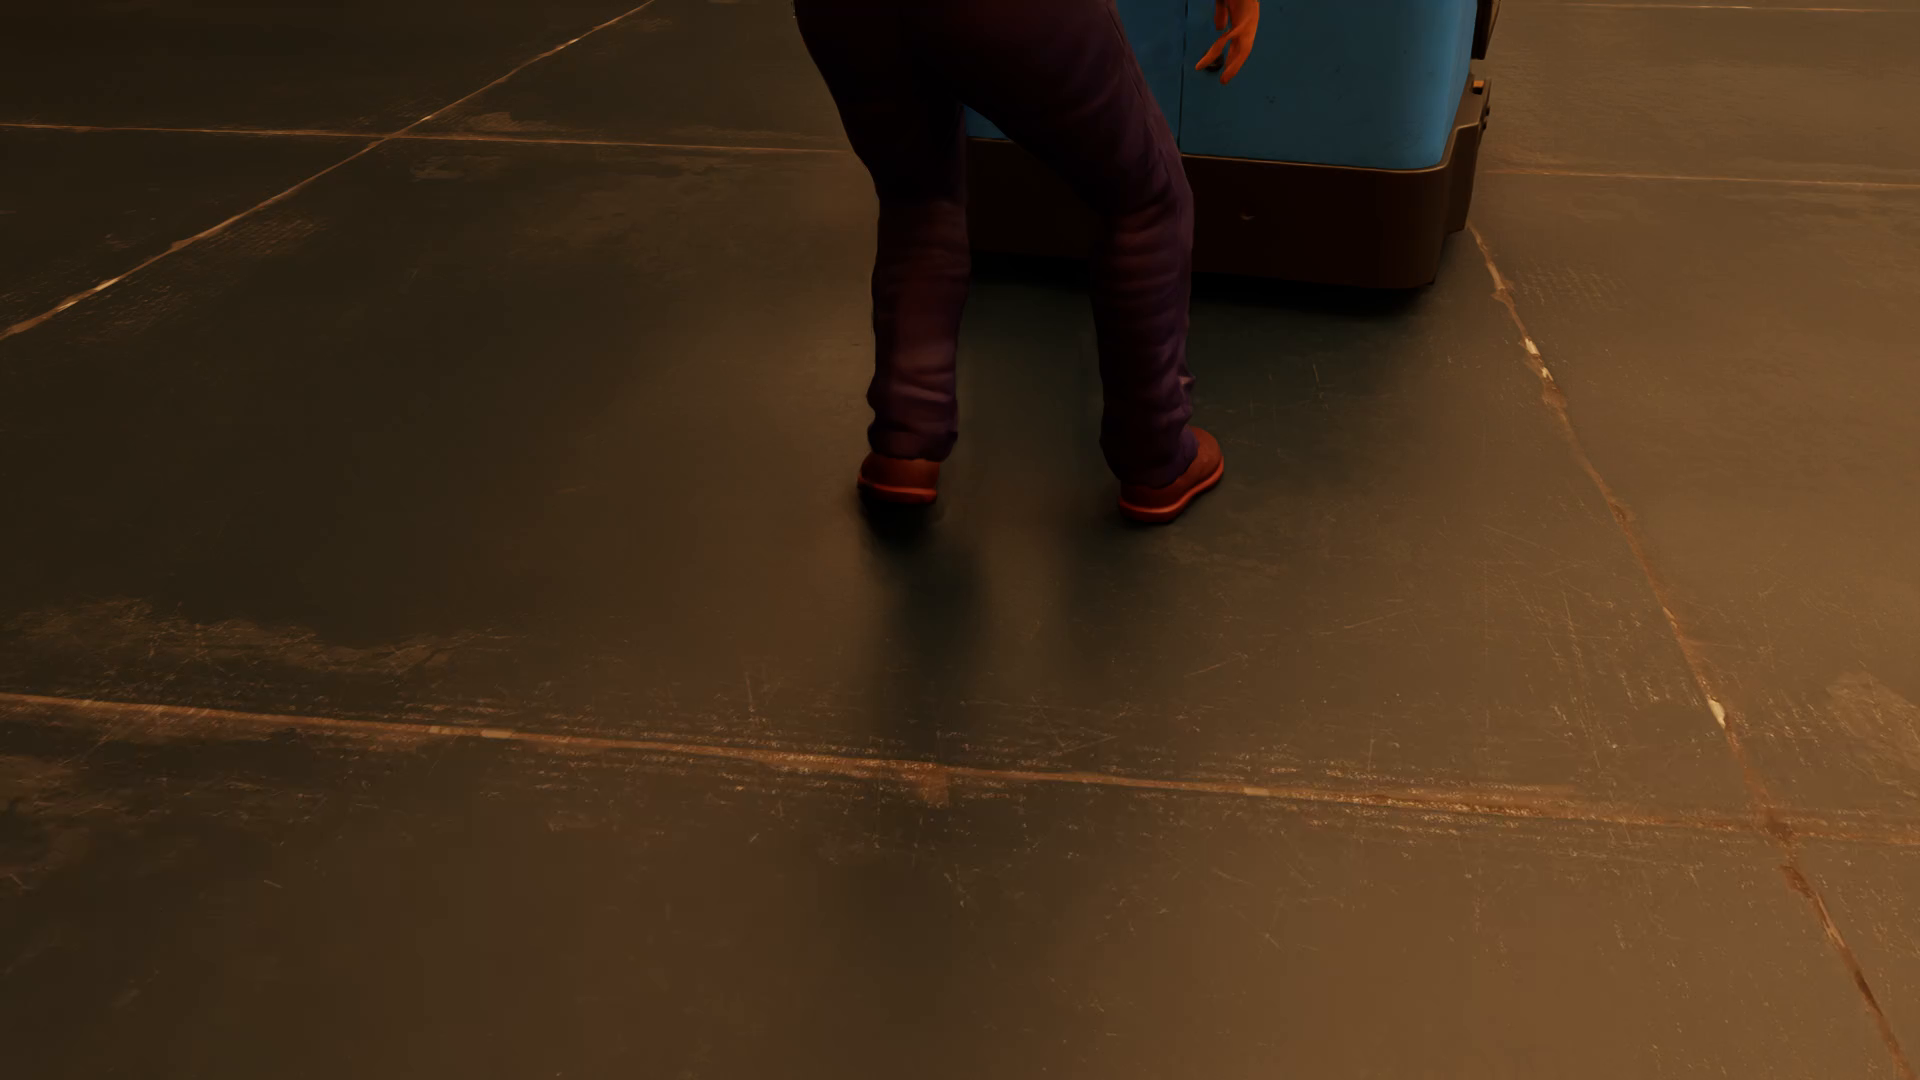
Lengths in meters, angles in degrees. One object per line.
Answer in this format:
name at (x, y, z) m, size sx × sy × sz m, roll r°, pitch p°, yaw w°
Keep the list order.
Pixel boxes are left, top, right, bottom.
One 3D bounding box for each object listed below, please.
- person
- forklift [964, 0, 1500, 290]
person at (0.089, -0.781, 2.293) m, size 0.662 × 1.582 × 0.540 m, roll 12°, pitch 29°, yaw 22°
forklift at (0.918, -2.453, 4.134) m, size 1.130 × 2.935 × 3.031 m, roll 8°, pitch 28°, yaw 16°
